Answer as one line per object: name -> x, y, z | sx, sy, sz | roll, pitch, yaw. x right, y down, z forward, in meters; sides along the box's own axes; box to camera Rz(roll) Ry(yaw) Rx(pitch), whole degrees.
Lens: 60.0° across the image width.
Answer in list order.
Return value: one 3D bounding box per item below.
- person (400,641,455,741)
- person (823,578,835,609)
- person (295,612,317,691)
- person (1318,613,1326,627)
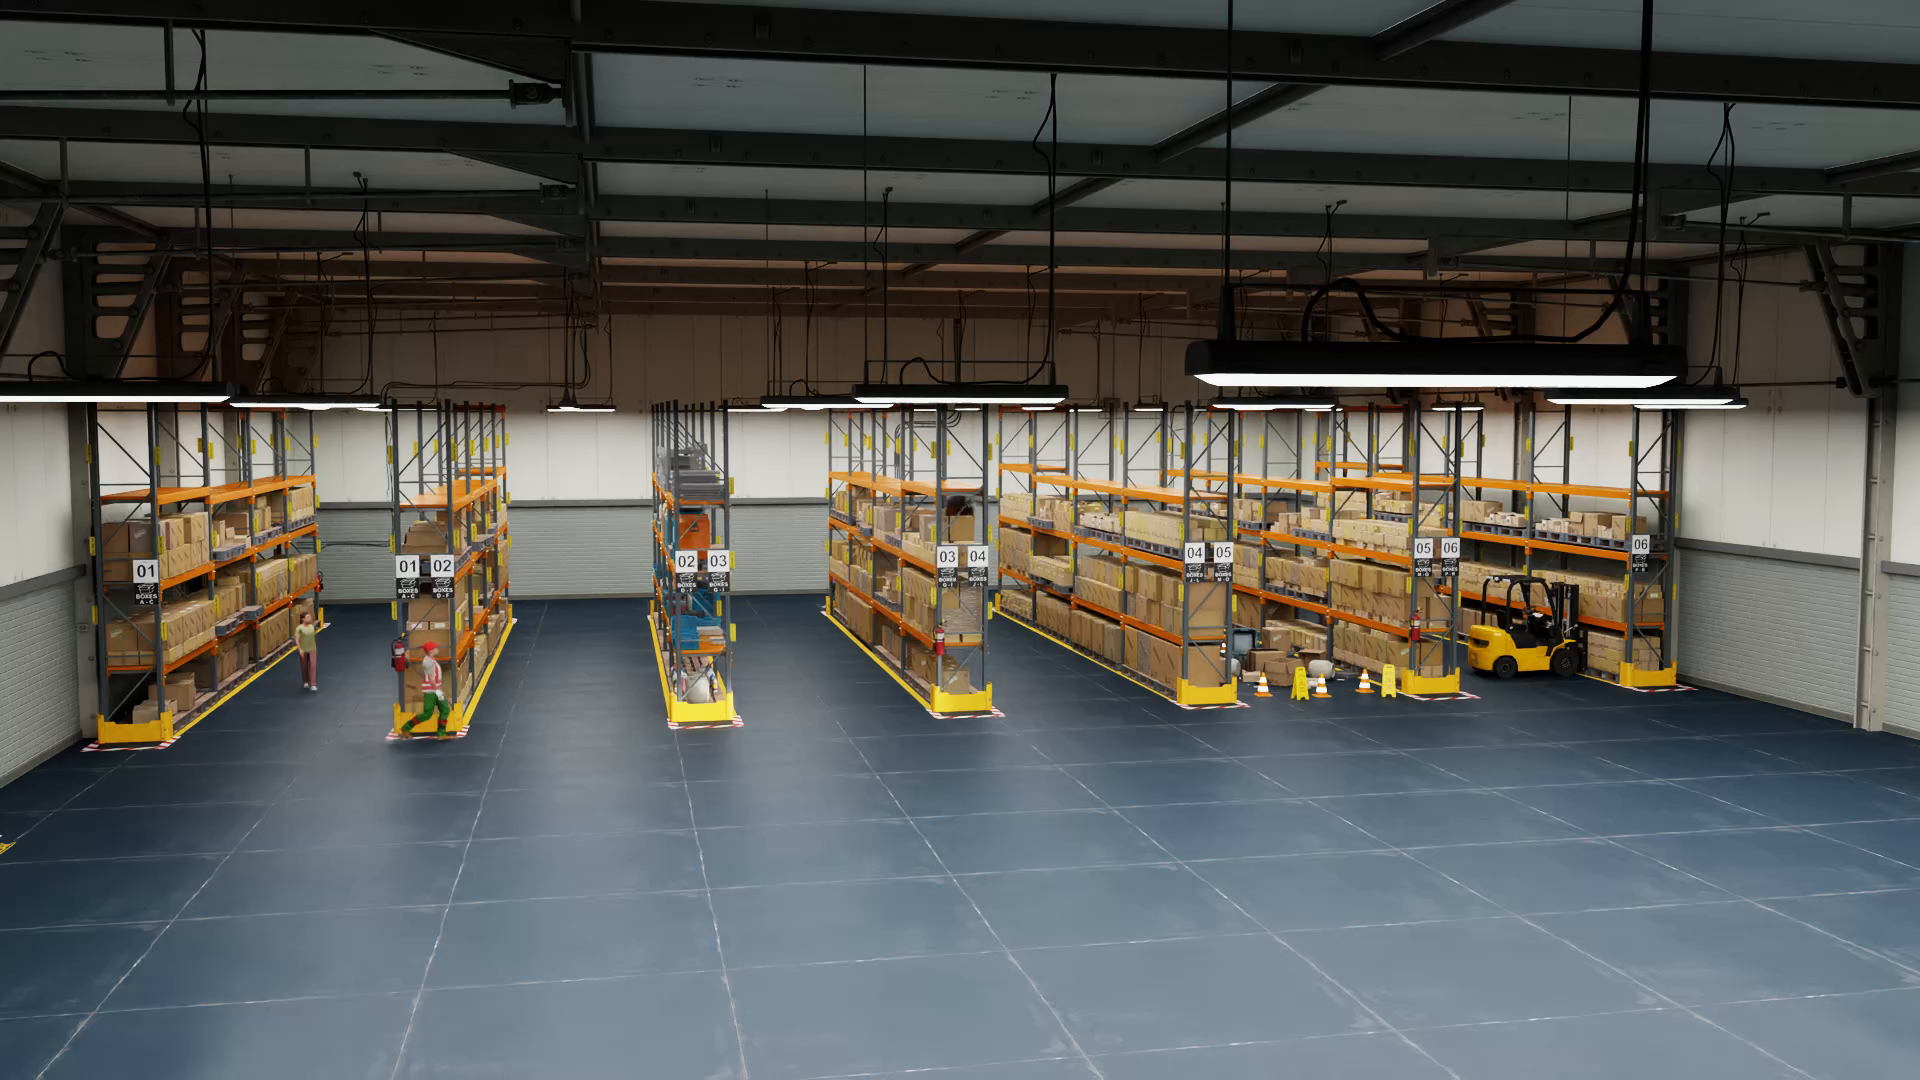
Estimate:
person -> -9.309, 2.641, 29.091 | 0.906, 1.746, 0.589 | 0, 4, -5
person -> -3.632, 1.260, 48.957 | 0.500, 1.533, 0.887 | 2, 5, 22
person -> -13.541, 2.299, 34.429 | 0.422, 1.619, 0.994 | -2, 5, -20
person -> 9.399, 1.596, 43.286 | 0.397, 1.731, 0.544 | 0, 4, 5
